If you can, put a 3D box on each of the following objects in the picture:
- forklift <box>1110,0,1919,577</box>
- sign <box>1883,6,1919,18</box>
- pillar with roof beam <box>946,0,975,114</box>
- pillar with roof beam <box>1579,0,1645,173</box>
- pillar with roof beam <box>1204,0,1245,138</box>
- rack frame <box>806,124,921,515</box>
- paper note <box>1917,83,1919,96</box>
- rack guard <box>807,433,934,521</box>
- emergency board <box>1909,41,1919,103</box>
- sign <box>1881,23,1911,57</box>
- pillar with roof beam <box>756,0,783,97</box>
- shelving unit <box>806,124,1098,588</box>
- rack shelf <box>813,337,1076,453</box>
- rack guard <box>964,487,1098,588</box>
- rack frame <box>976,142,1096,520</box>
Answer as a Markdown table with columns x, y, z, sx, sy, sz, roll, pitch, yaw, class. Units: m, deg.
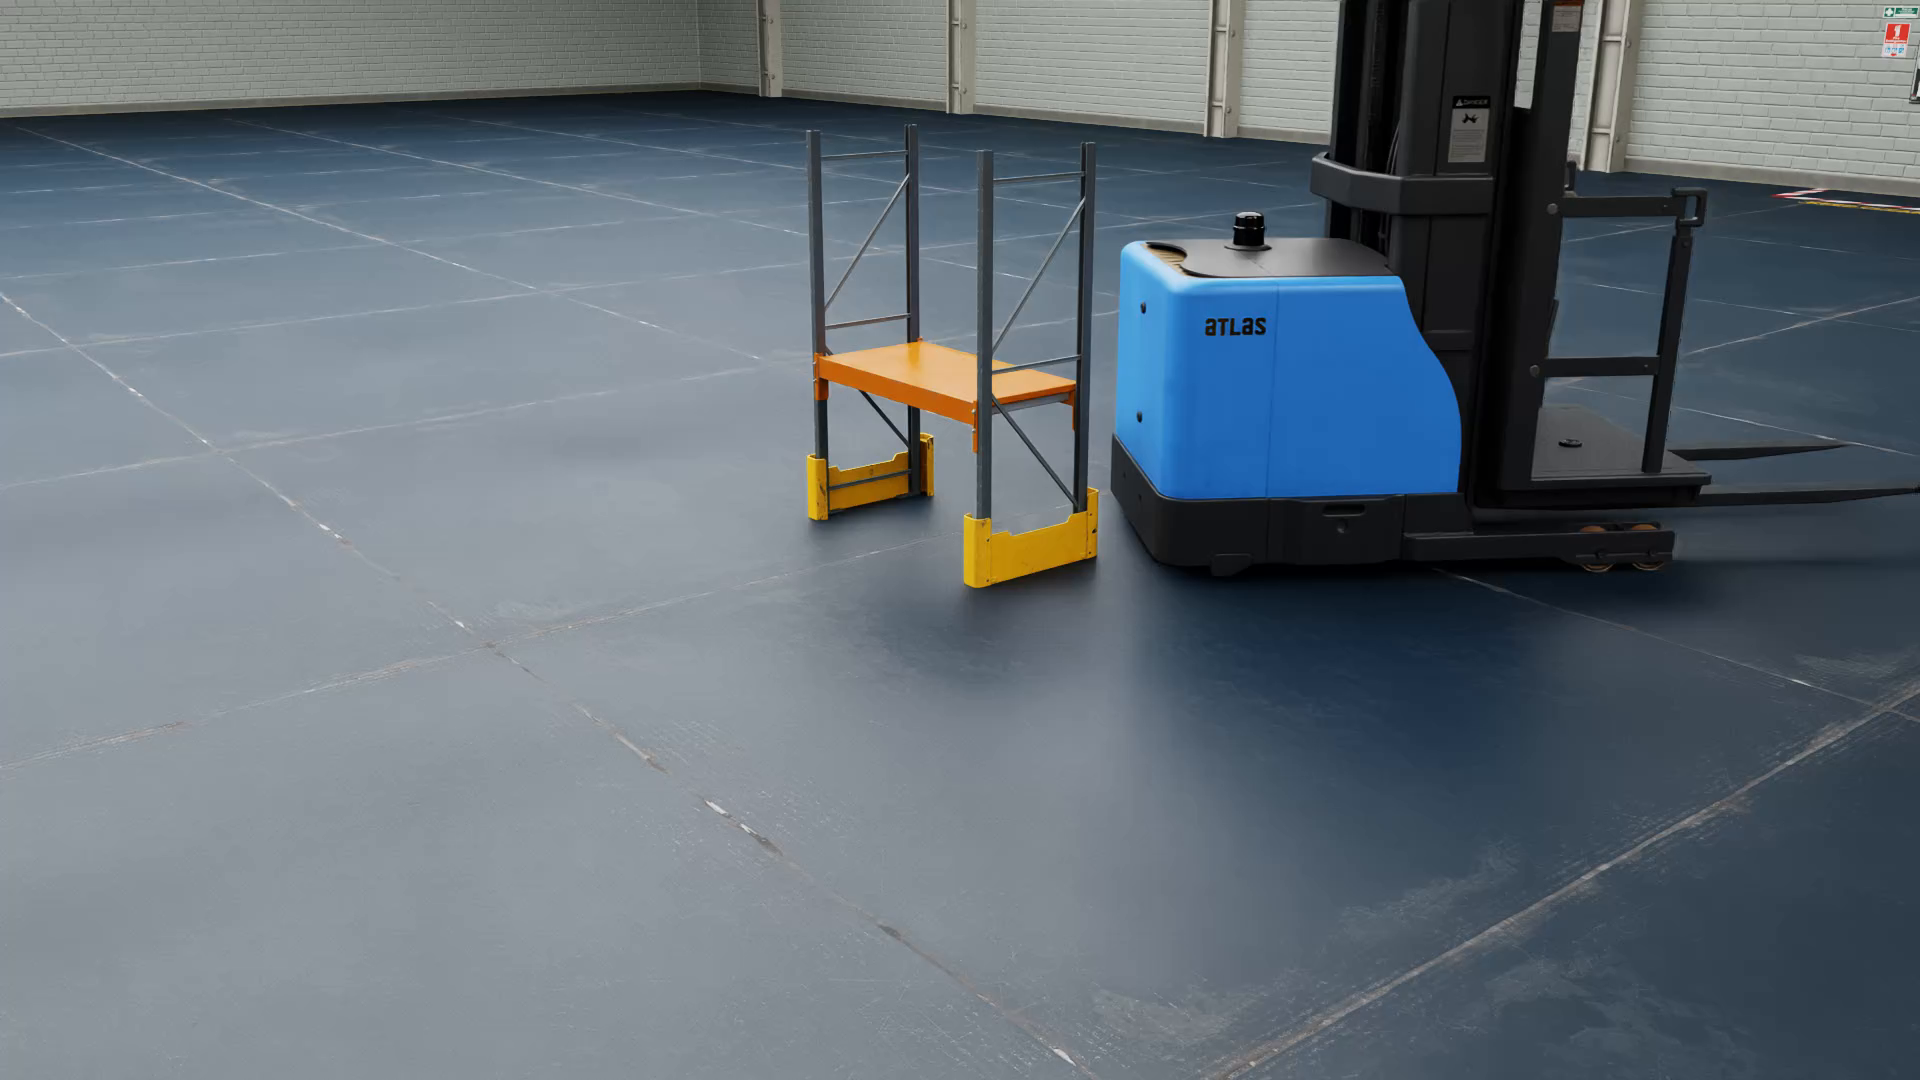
| x | y | z | sx | sy | sz | roll | pitch | yaw | class |
| --- | --- | --- | --- | --- | --- | --- | --- | --- | --- |
| 2.159 | -1.437 | 6.041 | 3.031 | 2.935 | 1.130 | -2 | 18 | -5 | forklift |
| 9.414 | -5.280 | 16.637 | 0.001 | 0.109 | 0.331 | -14 | 23 | -36 | sign |
| -3.366 | -10.685 | 24.315 | 9.100 | 9.000 | 0.400 | -14 | 23 | -36 | pillar with roof beam |
| 4.085 | -7.728 | 15.385 | 9.100 | 9.000 | 0.400 | -14 | 23 | -36 | pillar with roof beam |
| 0.360 | -9.206 | 19.850 | 9.100 | 9.000 | 0.400 | -14 | 23 | -36 | pillar with roof beam |
| -0.369 | -0.858 | 6.569 | 0.500 | 1.500 | 0.032 | -14 | 23 | -36 | rack frame |
| 9.625 | -4.497 | 16.573 | 0.016 | 0.148 | 0.142 | -14 | 23 | -36 | paper note |
| -0.357 | -0.260 | 6.751 | 0.587 | 0.250 | 0.087 | -14 | 23 | -36 | rack guard |
| 9.690 | -4.864 | 16.279 | 0.157 | 1.169 | 0.626 | -14 | 23 | -36 | emergency board |
| 9.418 | -5.031 | 16.729 | 0.001 | 0.329 | 0.234 | -14 | 23 | -36 | sign |
| -7.091 | -12.163 | 28.780 | 9.100 | 9.000 | 0.400 | -14 | 23 | -36 | pillar with roof beam |
| -0.047 | -0.731 | 6.183 | 0.587 | 1.500 | 1.083 | -14 | 23 | -36 | shelving unit |
| -0.053 | -0.562 | 6.247 | 0.538 | 0.185 | 1.000 | -14 | 23 | -36 | rack shelf |
| 0.262 | -0.015 | 6.009 | 0.587 | 0.250 | 0.087 | -14 | 23 | -36 | rack guard |
| 0.263 | -0.608 | 5.812 | 0.500 | 1.500 | 0.032 | -14 | 23 | -36 | rack frame |
